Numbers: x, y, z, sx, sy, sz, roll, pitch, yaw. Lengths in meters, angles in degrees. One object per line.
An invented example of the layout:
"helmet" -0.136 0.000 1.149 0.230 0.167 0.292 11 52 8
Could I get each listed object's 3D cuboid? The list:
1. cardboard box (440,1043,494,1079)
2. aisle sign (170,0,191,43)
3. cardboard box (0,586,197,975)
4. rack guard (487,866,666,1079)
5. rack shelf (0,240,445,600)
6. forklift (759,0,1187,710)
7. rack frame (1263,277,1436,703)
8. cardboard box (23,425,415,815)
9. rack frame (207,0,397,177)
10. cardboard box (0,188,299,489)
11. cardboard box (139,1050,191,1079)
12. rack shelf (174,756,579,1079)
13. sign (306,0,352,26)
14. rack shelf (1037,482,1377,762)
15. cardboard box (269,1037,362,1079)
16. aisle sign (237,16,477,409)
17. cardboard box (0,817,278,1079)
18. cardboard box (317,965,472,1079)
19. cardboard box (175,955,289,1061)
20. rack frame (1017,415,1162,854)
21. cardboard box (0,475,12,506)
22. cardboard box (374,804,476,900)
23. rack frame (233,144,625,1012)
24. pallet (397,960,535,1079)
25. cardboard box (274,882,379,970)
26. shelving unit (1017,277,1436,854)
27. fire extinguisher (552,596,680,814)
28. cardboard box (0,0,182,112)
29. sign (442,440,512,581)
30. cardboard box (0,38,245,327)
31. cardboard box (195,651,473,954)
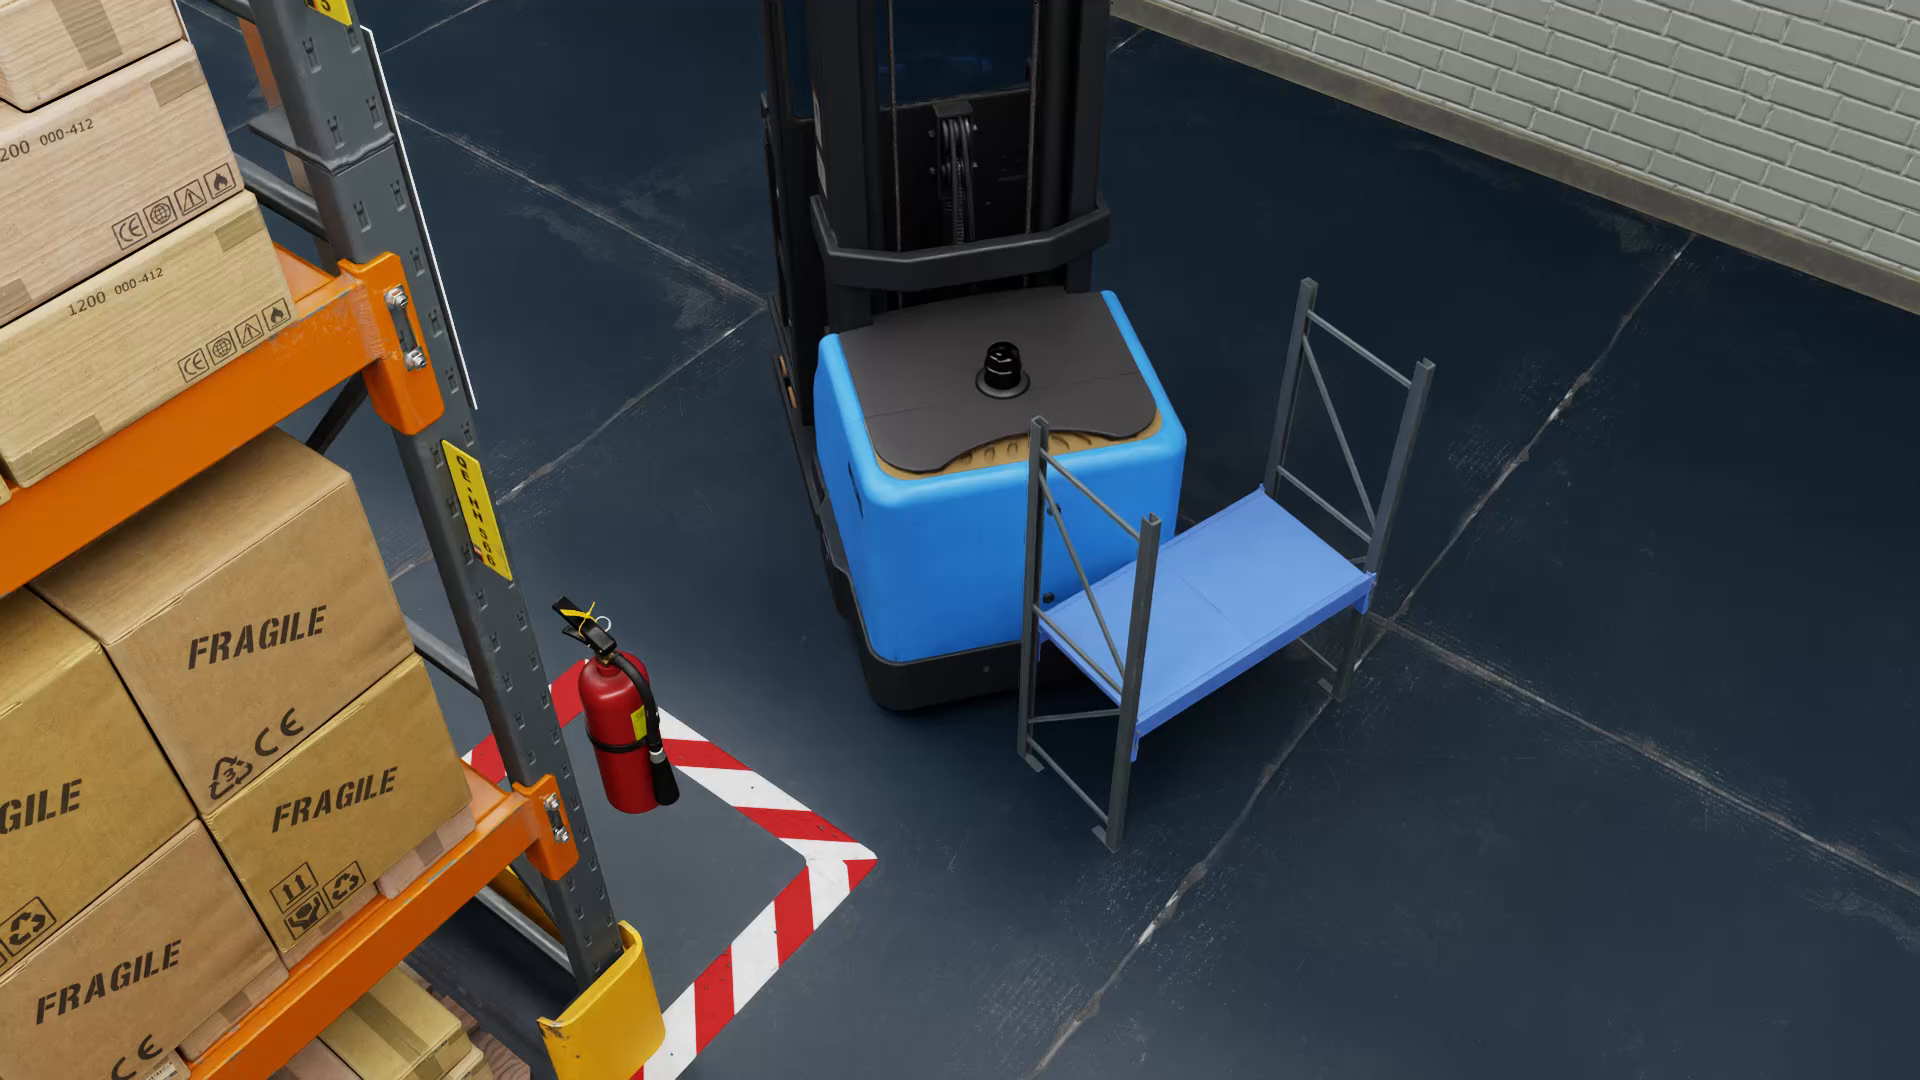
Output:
"cardboard box" -1.453 1.364 4.348 0.380 0.149 0.250 28 52 24
"aisle sign" -1.549 -0.873 3.212 0.394 0.787 0.004 29 53 25
"cardboard box" -1.749 0.378 2.848 0.500 0.500 0.500 27 52 24
"rack guard" -1.403 1.106 4.848 1.175 0.500 0.348 29 53 25
"rack shelf" -2.579 0.556 2.068 1.077 0.370 4.000 29 53 25
"forklift" -0.139 -1.526 5.681 1.130 2.935 3.031 -10 47 -10
"rack frame" 1.167 -0.108 5.316 0.032 1.500 0.500 -28 53 -24
"cardboard box" -1.440 0.088 3.125 0.500 0.500 0.500 28 52 24
"rack frame" -1.357 -1.873 1.816 1.000 3.000 0.127 29 53 25
"cardboard box" -1.425 -0.408 2.595 0.500 0.250 0.500 28 52 24
"cardboard box" -1.793 1.030 3.366 0.380 0.149 0.250 31 54 26
"rack shelf" -2.579 1.592 3.152 1.077 0.370 4.000 29 53 25
"sign" -0.930 -0.886 2.335 0.100 0.325 0.005 29 53 25
"rack shelf" 0.759 0.236 5.236 1.000 0.185 0.538 -28 53 -24
"cardboard box" -1.679 1.367 4.140 0.380 0.149 0.250 30 53 26
"aisle sign" -1.074 -0.608 2.958 0.394 0.787 0.004 29 53 25
"cardboard box" -1.747 0.725 3.208 0.500 0.500 0.500 28 53 24
"cardboard box" -1.480 1.248 4.253 0.380 0.149 0.250 30 53 25
"cardboard box" -1.655 0.873 3.515 0.380 0.149 0.250 29 53 25
"rack frame" 0.352 0.331 4.896 0.032 1.500 0.500 -28 53 -24
"cardboard box" -1.732 -0.113 2.313 0.500 0.250 0.500 29 53 25
"cardboard box" -1.332 0.597 3.779 0.380 0.149 0.250 29 53 25
"rack frame" -1.357 0.199 3.985 1.000 3.000 0.127 29 53 25
"pallet" -1.928 1.655 4.523 1.003 0.211 1.213 29 53 25
"cardboard box" -1.514 0.723 3.658 0.380 0.149 0.250 29 53 25
"shelving unit" 0.759 0.111 5.106 1.048 1.500 0.538 -28 53 -24
"fire extinguisher" -0.837 0.415 4.091 0.296 0.674 0.183 29 53 25
"cardboard box" -1.327 -0.775 2.324 0.380 0.149 0.250 29 53 25
"sign" -0.930 -0.053 3.207 0.100 0.325 0.005 29 53 25
"cardboard box" -1.437 -0.582 2.415 0.500 0.250 0.500 28 52 24
"cardboard box" -1.428 0.433 3.487 0.500 0.500 0.500 30 53 26
